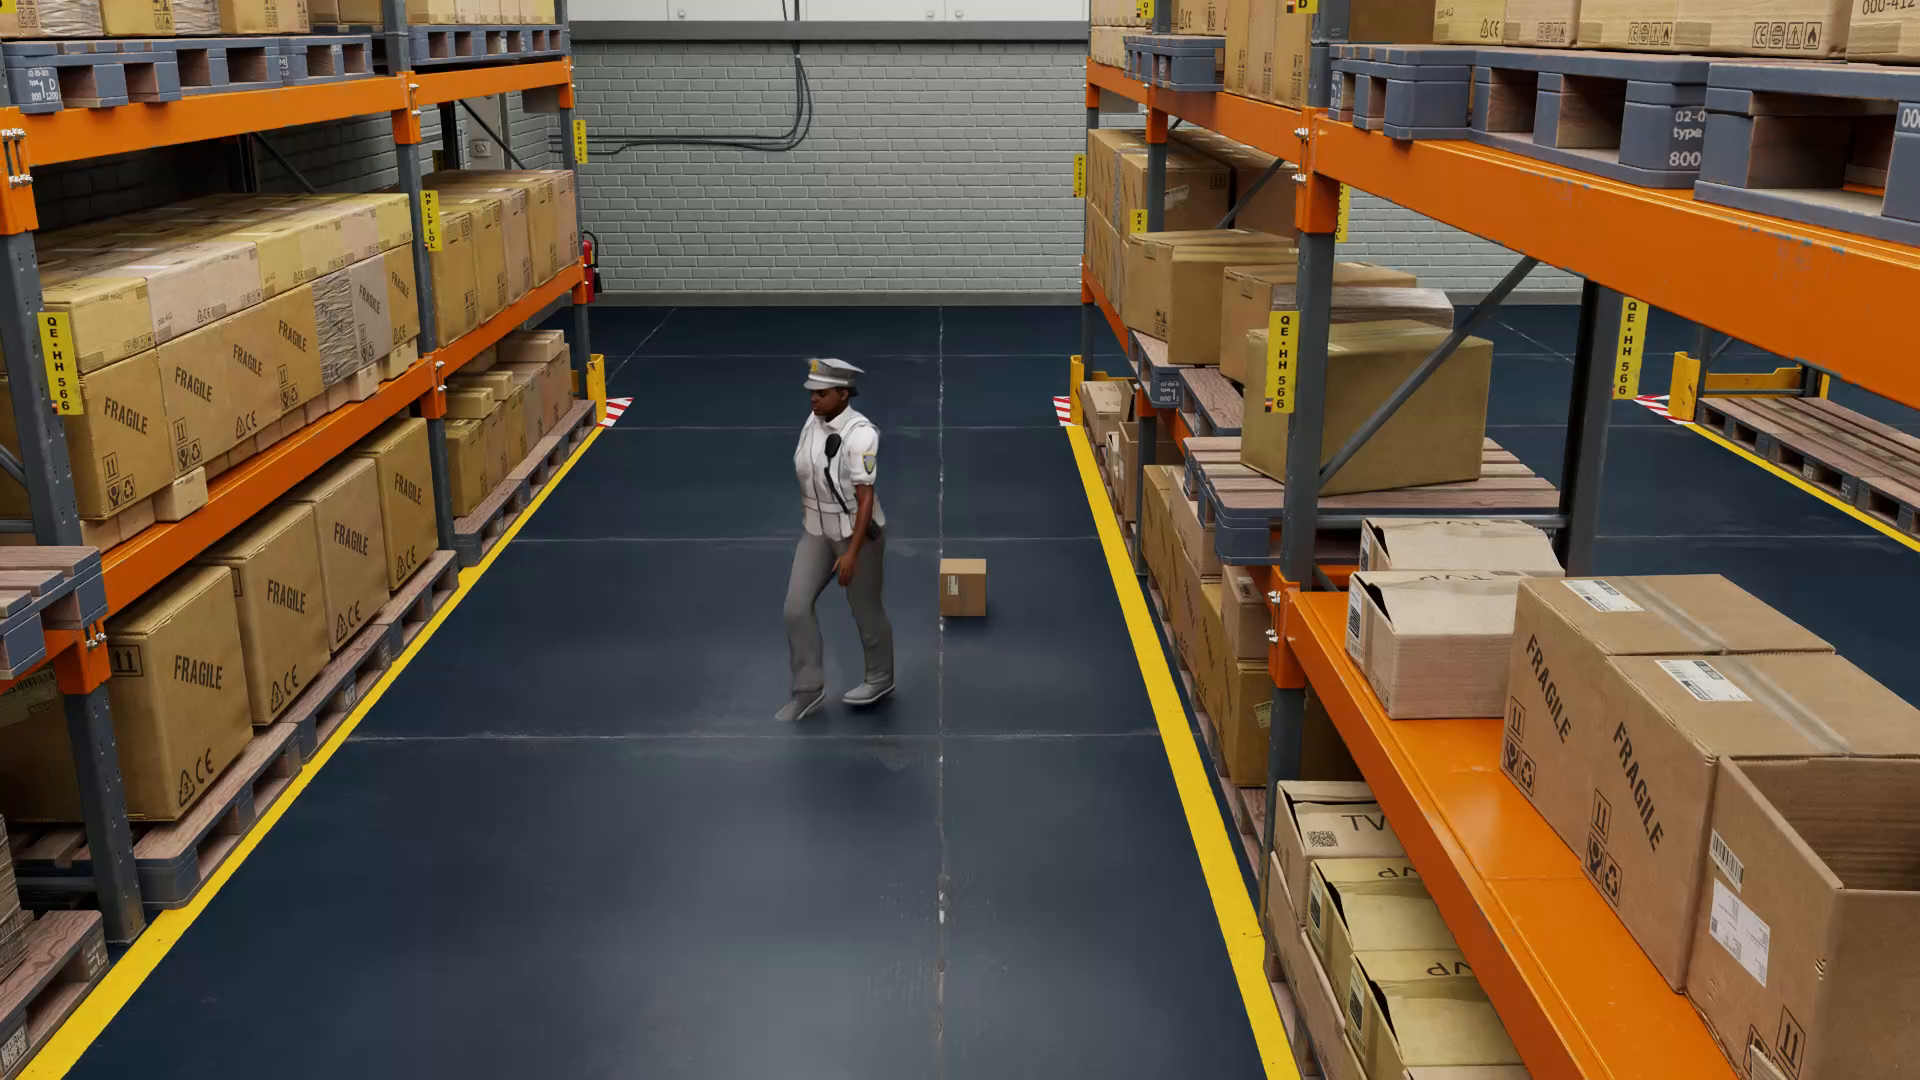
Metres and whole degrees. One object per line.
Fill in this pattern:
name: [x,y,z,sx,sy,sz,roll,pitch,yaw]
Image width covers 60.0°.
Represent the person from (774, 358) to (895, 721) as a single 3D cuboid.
person: [-0.534,0.021,7.511,0.469,1.744,0.568,14,22,38]
